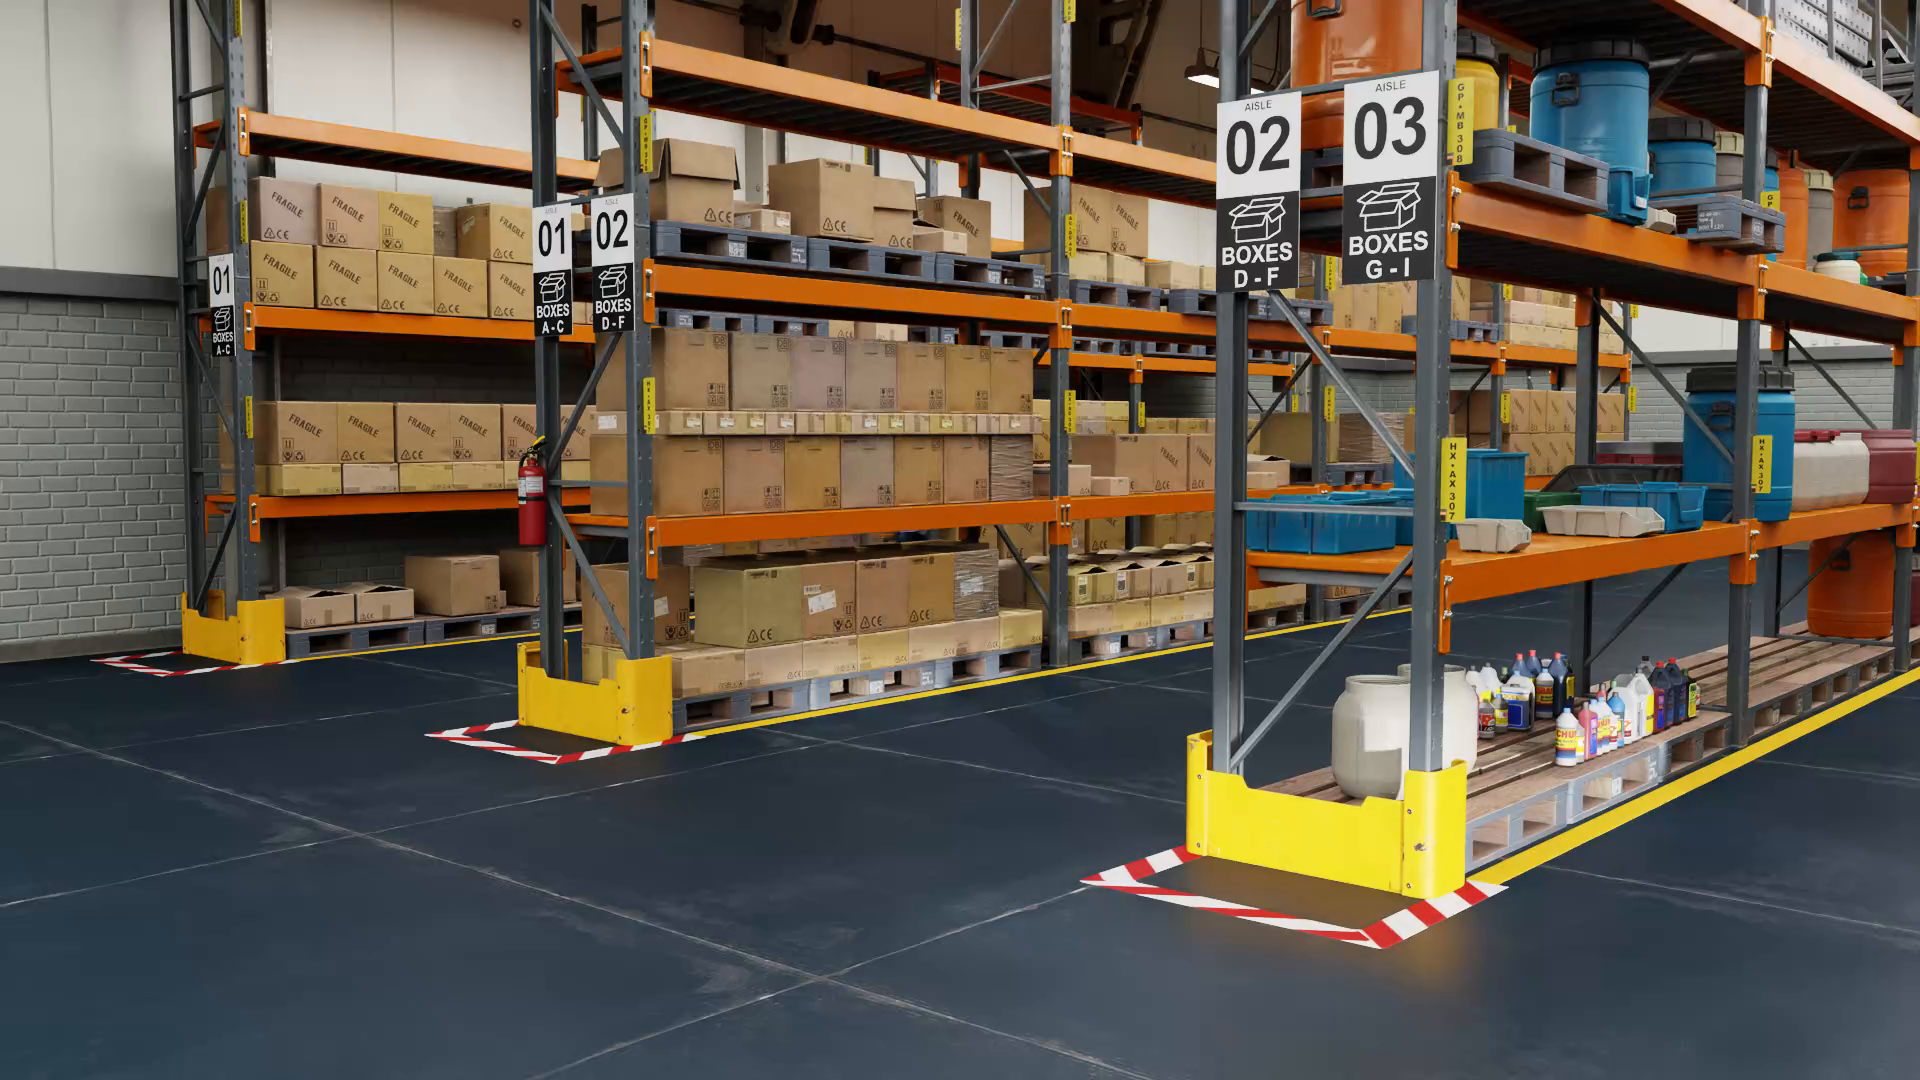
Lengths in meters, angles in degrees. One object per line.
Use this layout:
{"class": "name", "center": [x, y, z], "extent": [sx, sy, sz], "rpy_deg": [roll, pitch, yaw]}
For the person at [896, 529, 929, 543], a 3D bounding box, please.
{"class": "person", "center": [-0.513, -0.075, 16.805], "extent": [0.434, 1.601, 0.449], "rpy_deg": [-2, 4, -32]}
